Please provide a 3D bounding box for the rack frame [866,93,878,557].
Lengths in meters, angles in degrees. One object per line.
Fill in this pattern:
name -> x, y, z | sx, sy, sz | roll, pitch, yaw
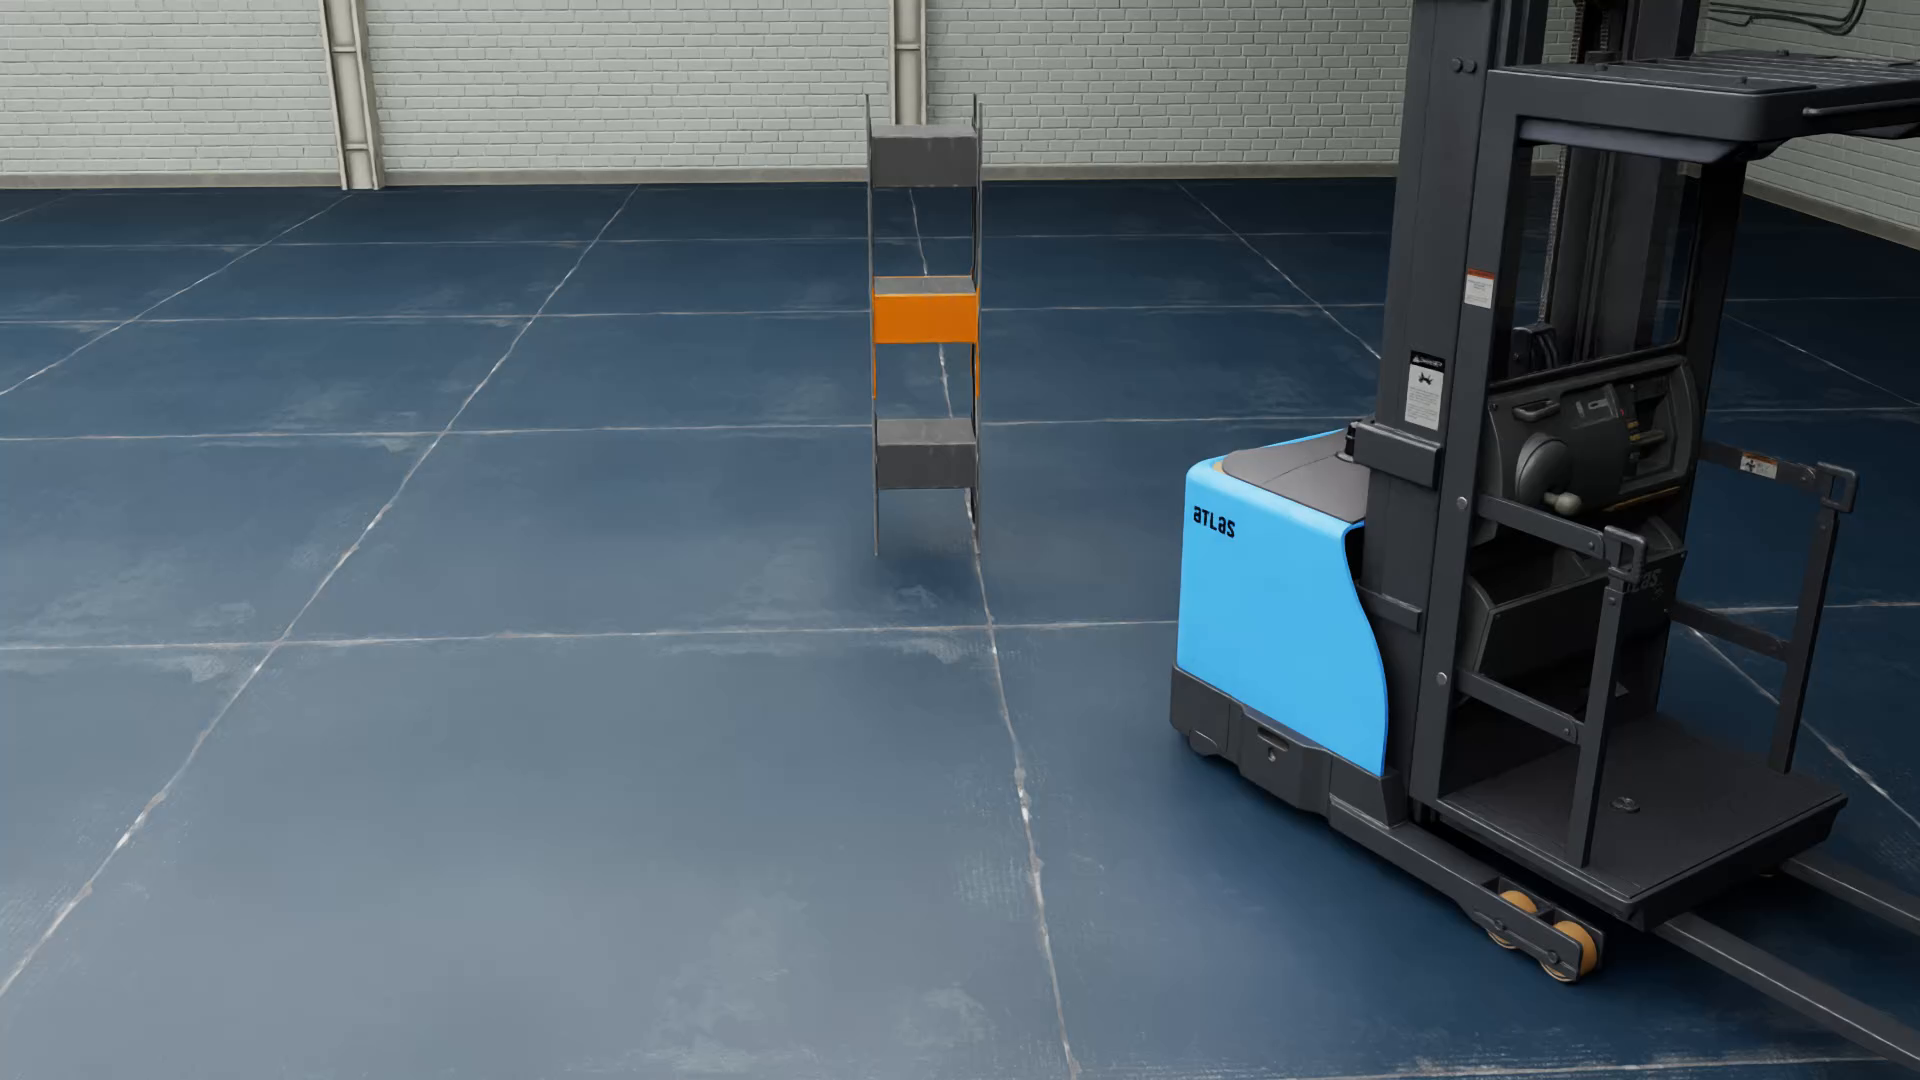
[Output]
rack frame -> -0.409, -0.973, 7.726 | 0.015, 2.100, 0.400 | -1, 21, -3

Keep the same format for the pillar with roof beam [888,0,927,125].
pillar with roof beam -> -0.328, -6.681, 13.023 | 0.400, 9.000, 9.100 | -1, 21, -3

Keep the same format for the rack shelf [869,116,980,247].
rack shelf -> -0.165, -1.619, 7.494 | 0.480, 0.518, 0.431 | -1, 21, -3

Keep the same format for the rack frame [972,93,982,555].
rack frame -> 0.078, -0.983, 7.752 | 0.015, 2.100, 0.400 | -1, 21, -3

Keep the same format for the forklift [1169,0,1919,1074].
forklift -> 2.008, -0.294, 4.773 | 1.130, 2.935, 3.031 | -13, 25, -31

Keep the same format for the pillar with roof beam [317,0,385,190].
pillar with roof beam -> -6.318, -6.559, 12.702 | 0.400, 9.000, 9.100 | -1, 21, -3

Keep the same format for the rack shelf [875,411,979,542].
rack shelf -> -0.165, -0.311, 7.992 | 0.480, 0.518, 0.431 | -1, 21, -3

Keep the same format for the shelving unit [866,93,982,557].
shelving unit -> -0.165, -0.978, 7.739 | 0.503, 2.100, 0.431 | -1, 21, -3

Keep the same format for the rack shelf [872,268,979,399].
rack shelf -> -0.165, -0.965, 7.743 | 0.480, 0.518, 0.431 | -1, 21, -3

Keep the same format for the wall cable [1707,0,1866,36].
wall cable -> 8.433, -6.471, 16.835 | 0.112, 2.526, 3.097 | -1, 21, -3
